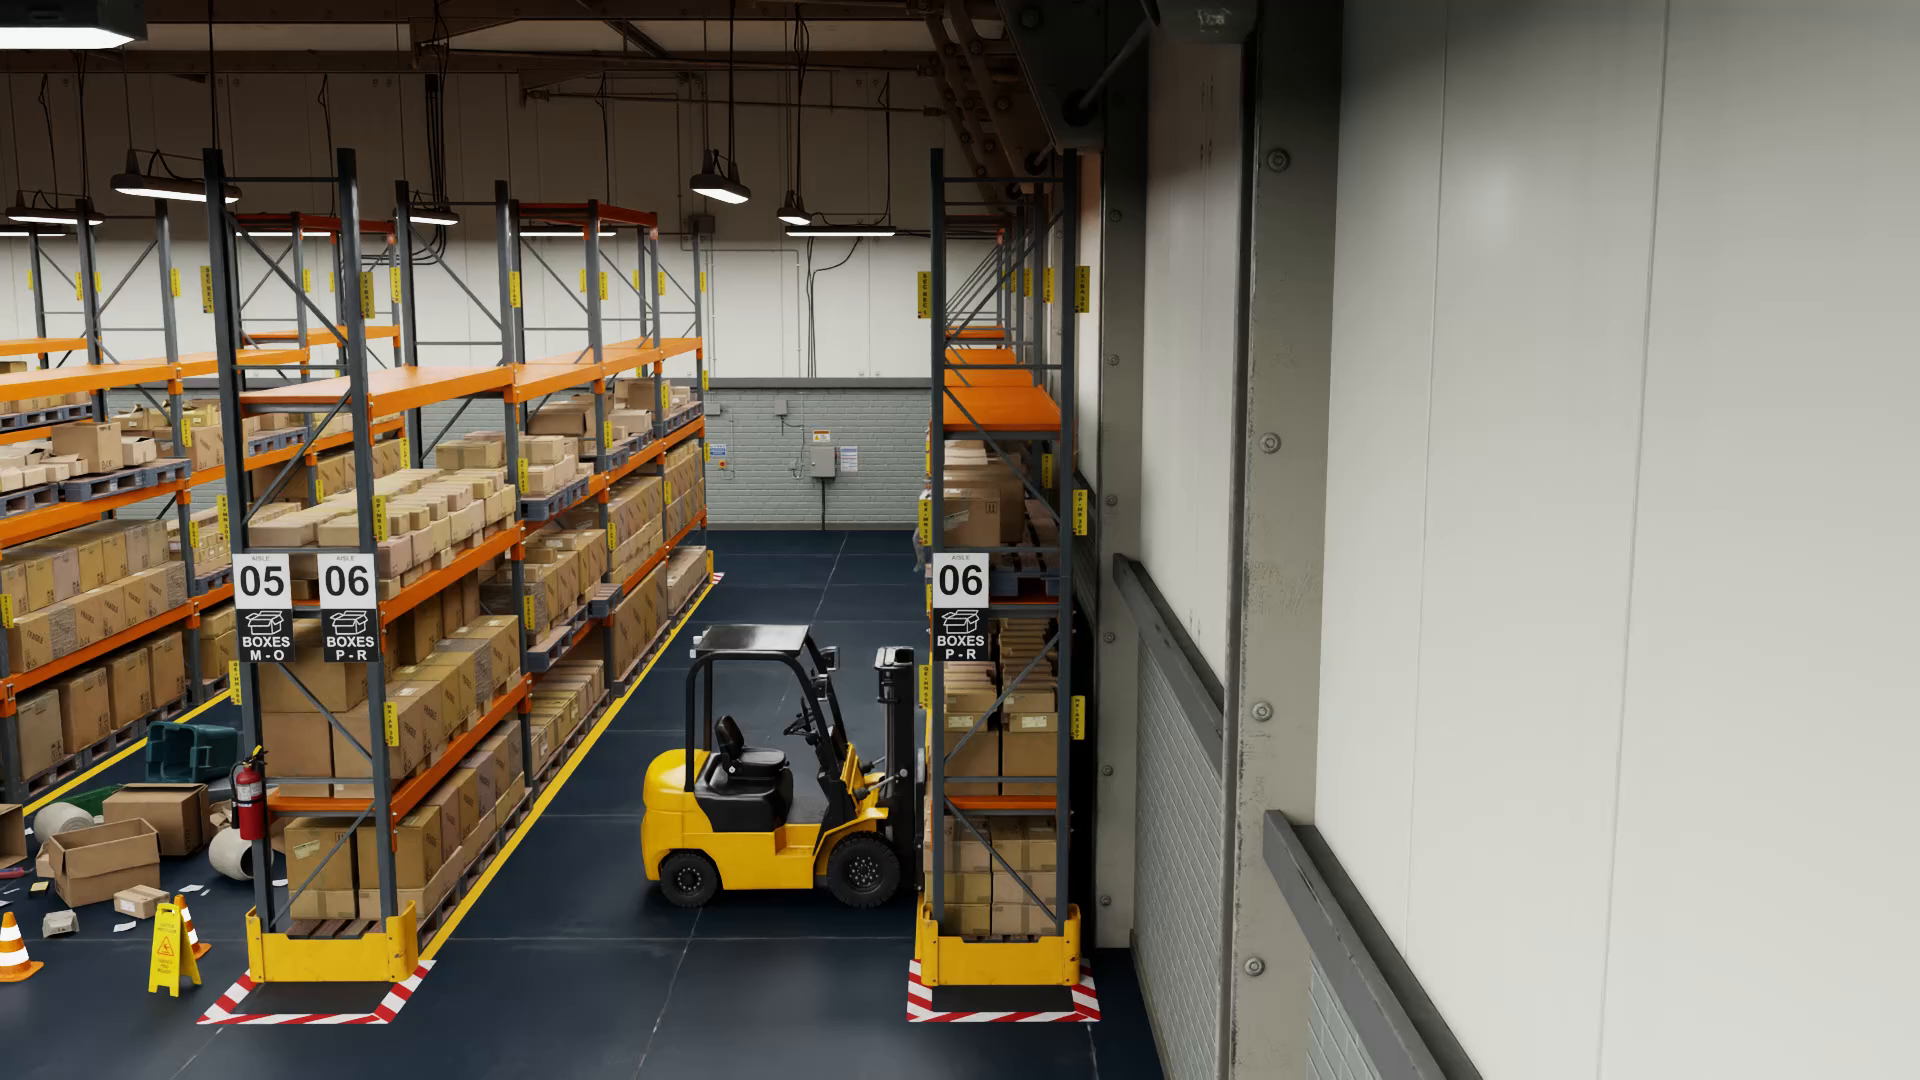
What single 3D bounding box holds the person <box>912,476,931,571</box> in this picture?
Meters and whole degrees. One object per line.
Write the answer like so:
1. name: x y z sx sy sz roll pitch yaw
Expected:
1. person: -0.551 -0.281 29.022 0.509 1.724 0.561 -4 10 -24
